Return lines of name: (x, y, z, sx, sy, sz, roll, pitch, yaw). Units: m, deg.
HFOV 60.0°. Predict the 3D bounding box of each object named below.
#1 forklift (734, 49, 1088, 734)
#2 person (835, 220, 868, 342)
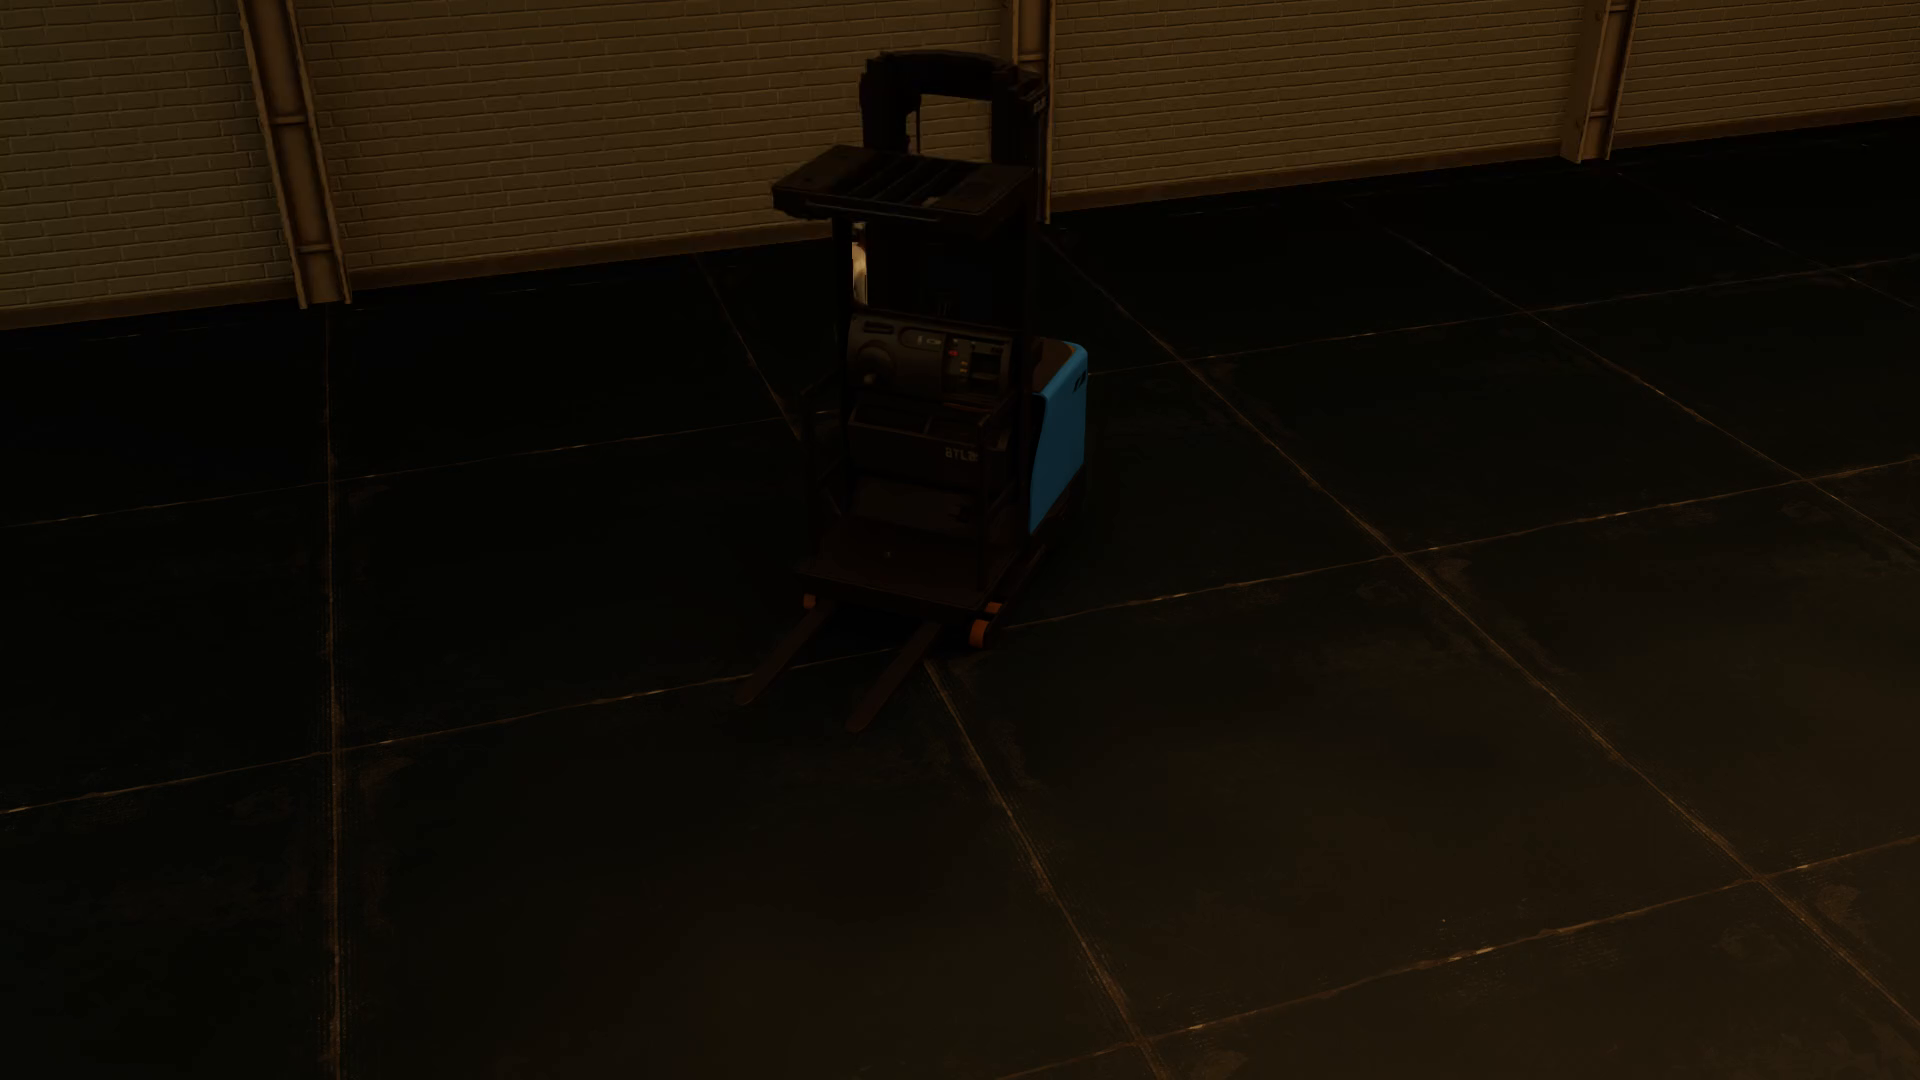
forklift: (-0.243, -0.914, 8.676, 1.130, 2.935, 3.031, 11, 32, 19)
person: (-0.565, -1.269, 10.470, 0.417, 1.759, 0.795, -11, 32, -18)
